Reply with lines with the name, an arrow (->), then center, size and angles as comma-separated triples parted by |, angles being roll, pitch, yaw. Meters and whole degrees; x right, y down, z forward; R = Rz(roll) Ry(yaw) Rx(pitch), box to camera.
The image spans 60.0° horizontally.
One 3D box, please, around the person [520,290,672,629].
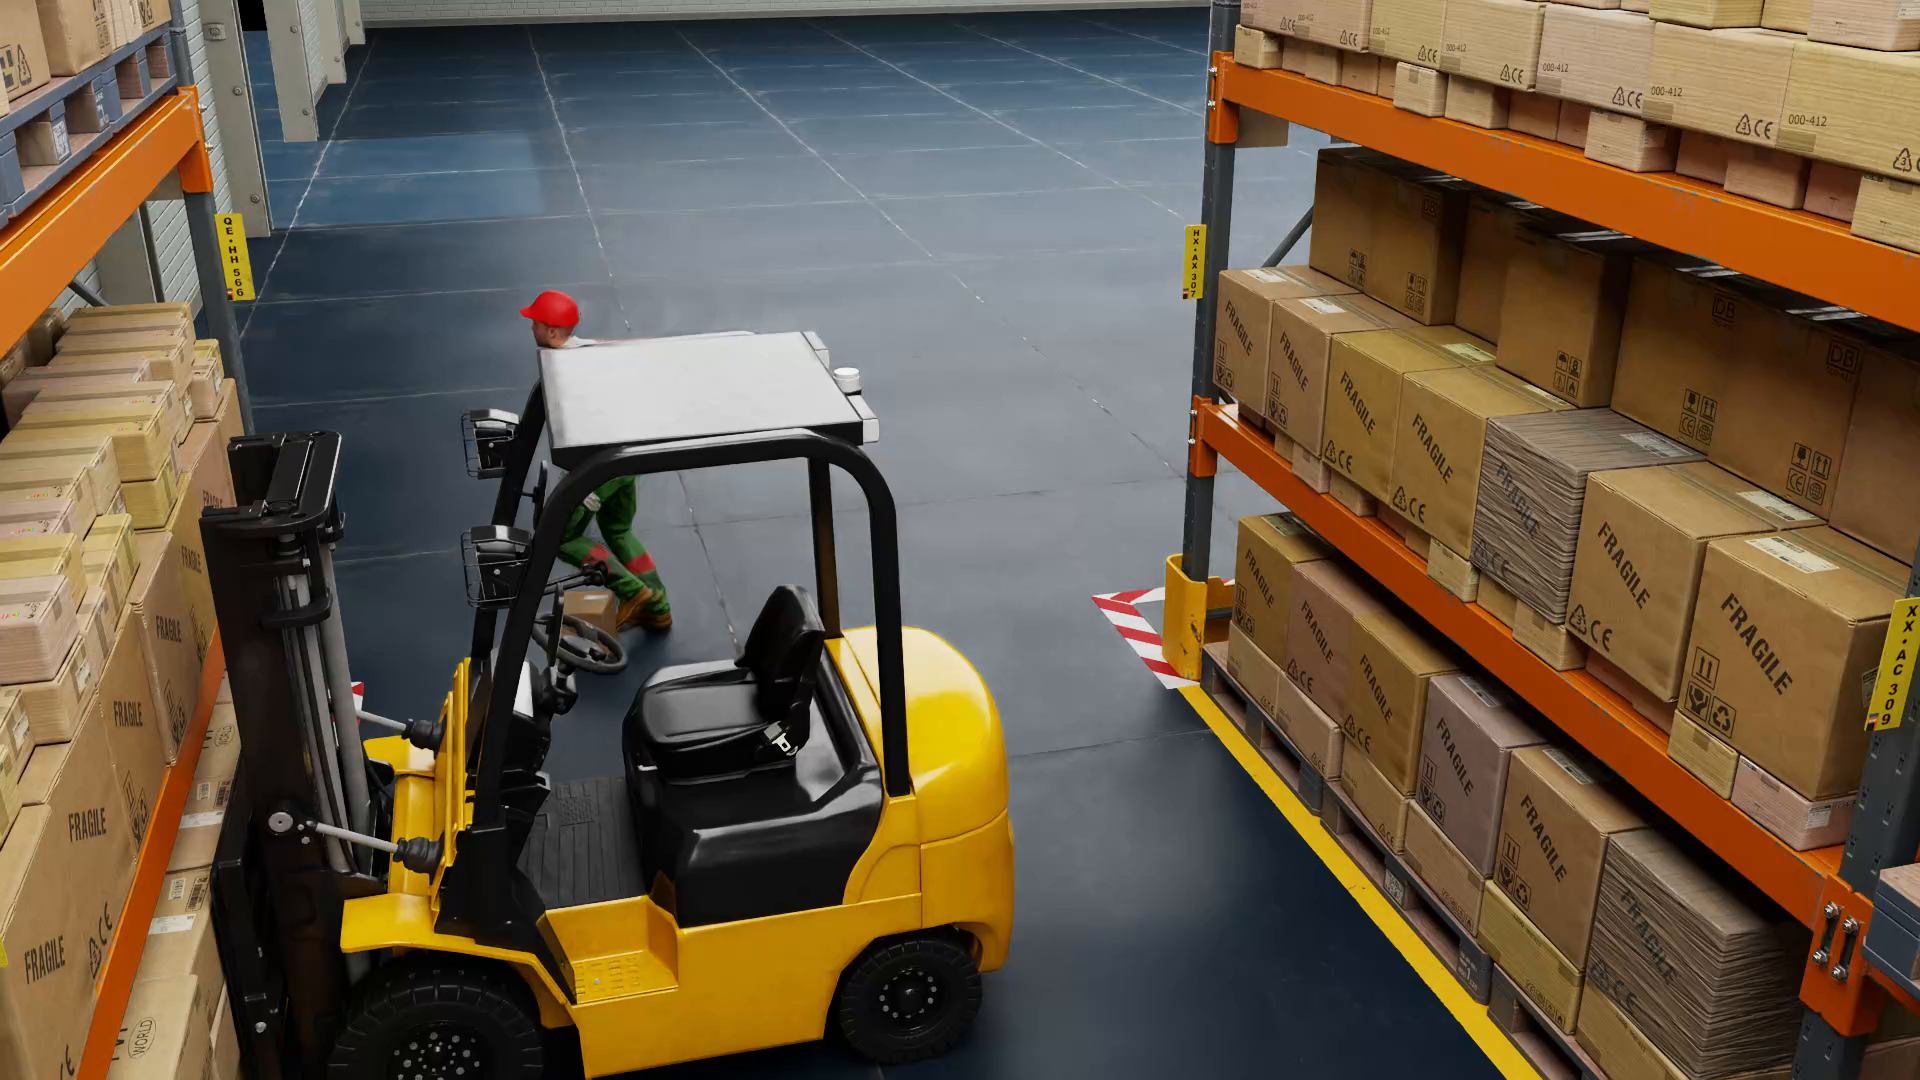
person -> -1.779, -0.359, 8.042 | 0.647, 1.690, 0.700 | 10, 25, 23
